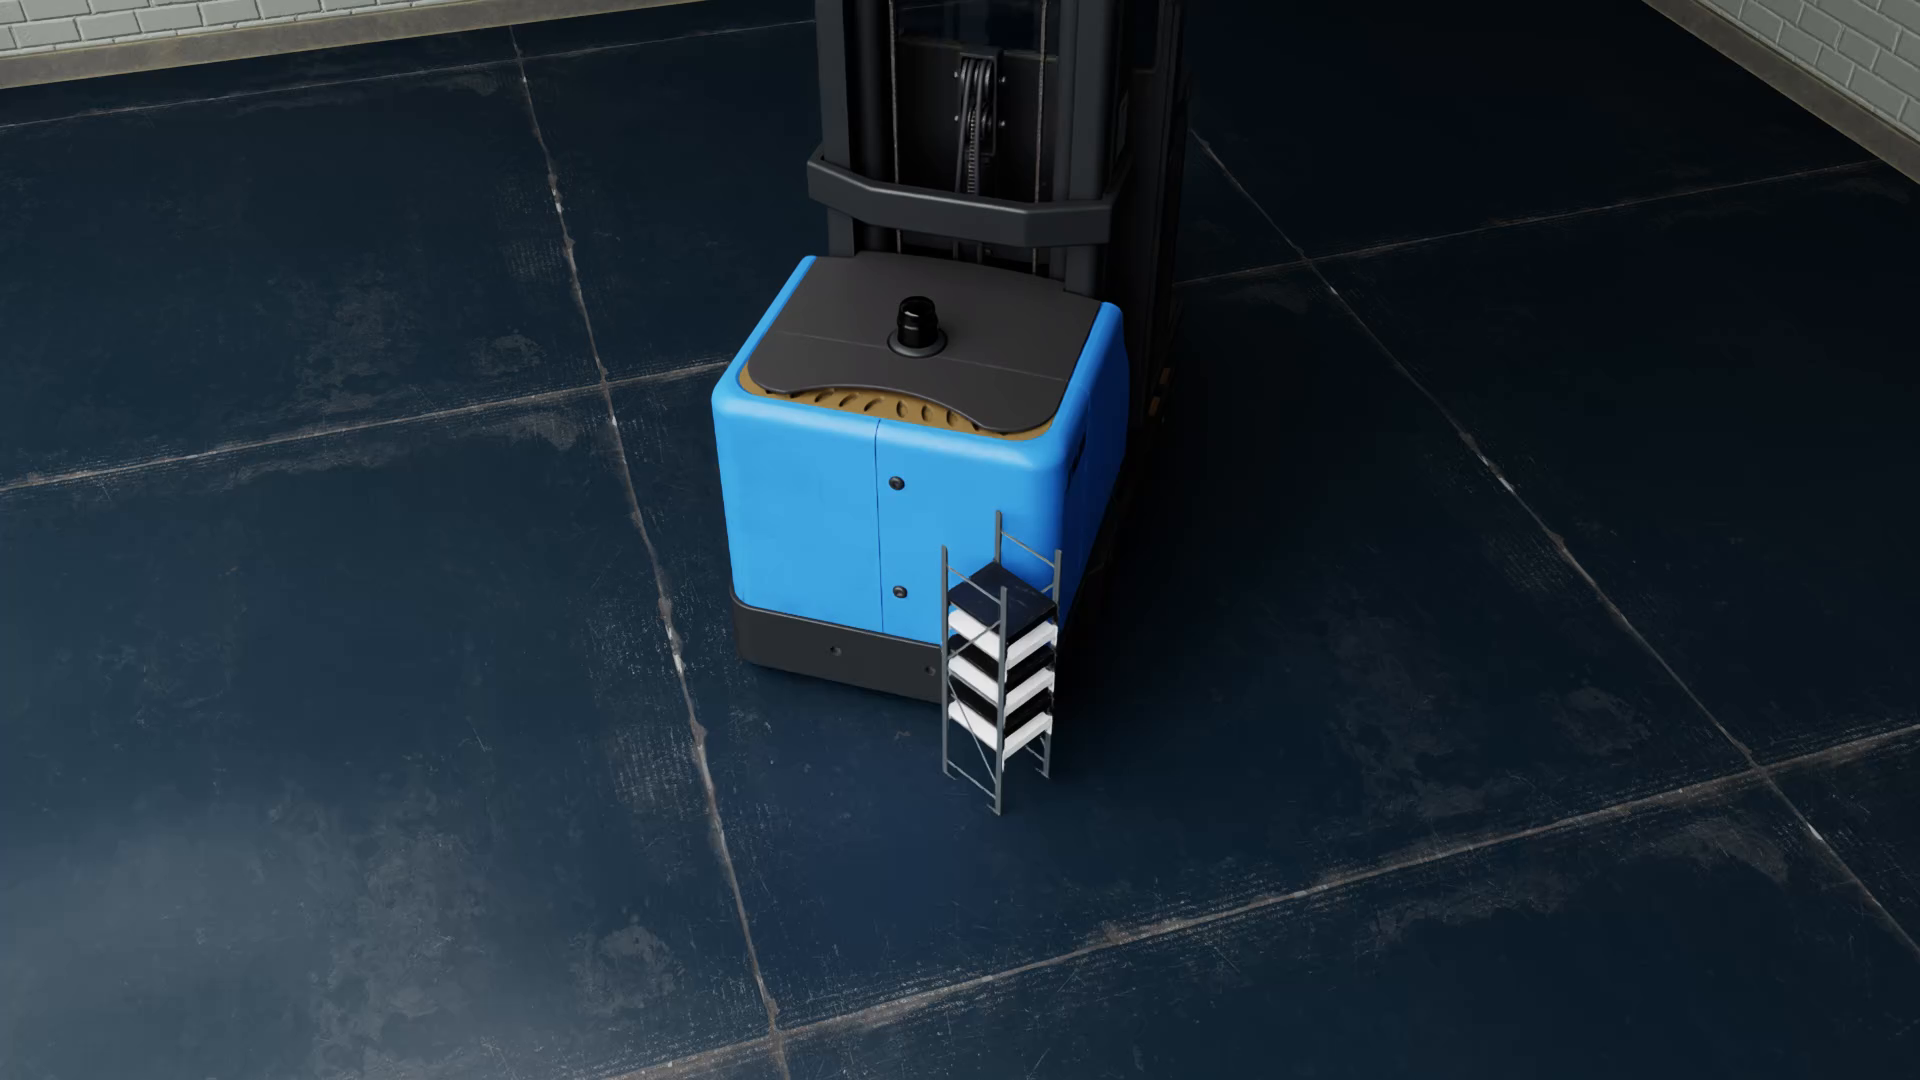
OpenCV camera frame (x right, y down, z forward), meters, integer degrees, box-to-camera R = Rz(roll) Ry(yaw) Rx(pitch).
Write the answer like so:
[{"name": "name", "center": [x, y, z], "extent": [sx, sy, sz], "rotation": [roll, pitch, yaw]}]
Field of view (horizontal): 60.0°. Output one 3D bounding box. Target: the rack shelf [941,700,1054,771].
[{"name": "rack shelf", "center": [0.107, 0.521, 4.793], "extent": [0.200, 0.077, 0.258], "rotation": [-33, 51, -32]}]

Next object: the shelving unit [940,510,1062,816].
[{"name": "shelving unit", "center": [0.107, 0.361, 4.652], "extent": [0.210, 0.900, 0.258], "rotation": [-33, 51, -32]}]

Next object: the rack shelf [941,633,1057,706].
[{"name": "rack shelf", "center": [0.108, 0.318, 4.615], "extent": [0.200, 0.077, 0.258], "rotation": [-33, 51, -32]}]

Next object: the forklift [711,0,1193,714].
[{"name": "forklift", "center": [0.194, -1.539, 5.284], "extent": [1.130, 2.935, 3.031], "rotation": [11, 42, 12]}]

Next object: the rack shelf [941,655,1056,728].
[{"name": "rack shelf", "center": [0.107, 0.386, 4.674], "extent": [0.200, 0.077, 0.258], "rotation": [-33, 51, -32]}]

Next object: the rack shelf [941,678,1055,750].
[{"name": "rack shelf", "center": [0.107, 0.453, 4.734], "extent": [0.200, 0.077, 0.258], "rotation": [-33, 51, -32]}]

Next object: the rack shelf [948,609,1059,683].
[{"name": "rack shelf", "center": [0.108, 0.251, 4.555], "extent": [0.200, 0.077, 0.258], "rotation": [-33, 51, -32]}]

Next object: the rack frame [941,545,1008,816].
[{"name": "rack frame", "center": [0.035, 0.408, 4.599], "extent": [0.006, 0.900, 0.240], "rotation": [-33, 51, -32]}]

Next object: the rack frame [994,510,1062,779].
[{"name": "rack frame", "center": [0.180, 0.314, 4.706], "extent": [0.006, 0.900, 0.240], "rotation": [-33, 51, -32]}]

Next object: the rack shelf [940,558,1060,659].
[{"name": "rack shelf", "center": [0.108, 0.183, 4.496], "extent": [0.200, 0.077, 0.258], "rotation": [-33, 51, -32]}]
